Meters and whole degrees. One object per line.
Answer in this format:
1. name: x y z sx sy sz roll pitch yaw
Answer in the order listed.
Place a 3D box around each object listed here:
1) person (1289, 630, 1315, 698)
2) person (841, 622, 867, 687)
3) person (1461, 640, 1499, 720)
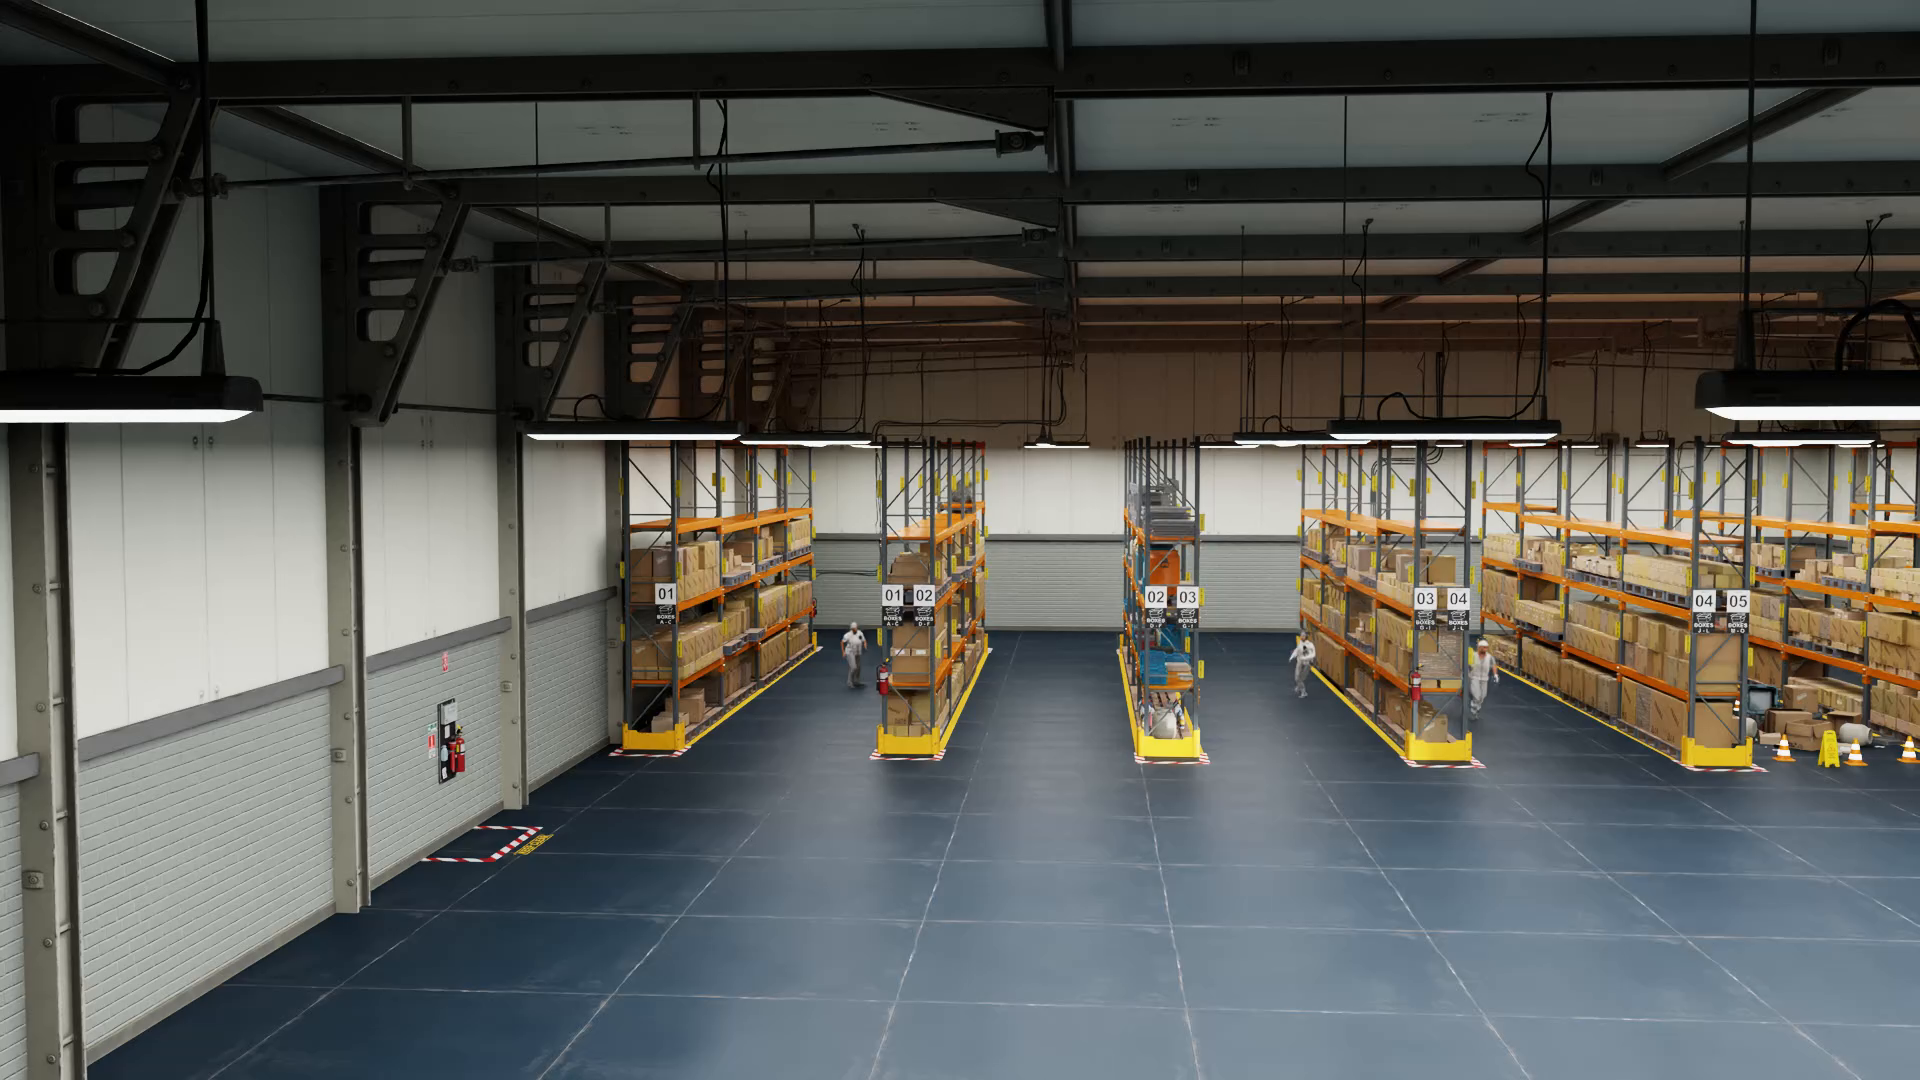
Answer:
1. person: 8.005 2.875 38.722 0.711 1.630 0.612 2 4 37
2. person: -2.521 2.805 40.450 0.639 1.640 0.795 -2 4 -37
3. person: 10.977 2.961 35.031 0.636 1.727 0.818 0 3 -4
